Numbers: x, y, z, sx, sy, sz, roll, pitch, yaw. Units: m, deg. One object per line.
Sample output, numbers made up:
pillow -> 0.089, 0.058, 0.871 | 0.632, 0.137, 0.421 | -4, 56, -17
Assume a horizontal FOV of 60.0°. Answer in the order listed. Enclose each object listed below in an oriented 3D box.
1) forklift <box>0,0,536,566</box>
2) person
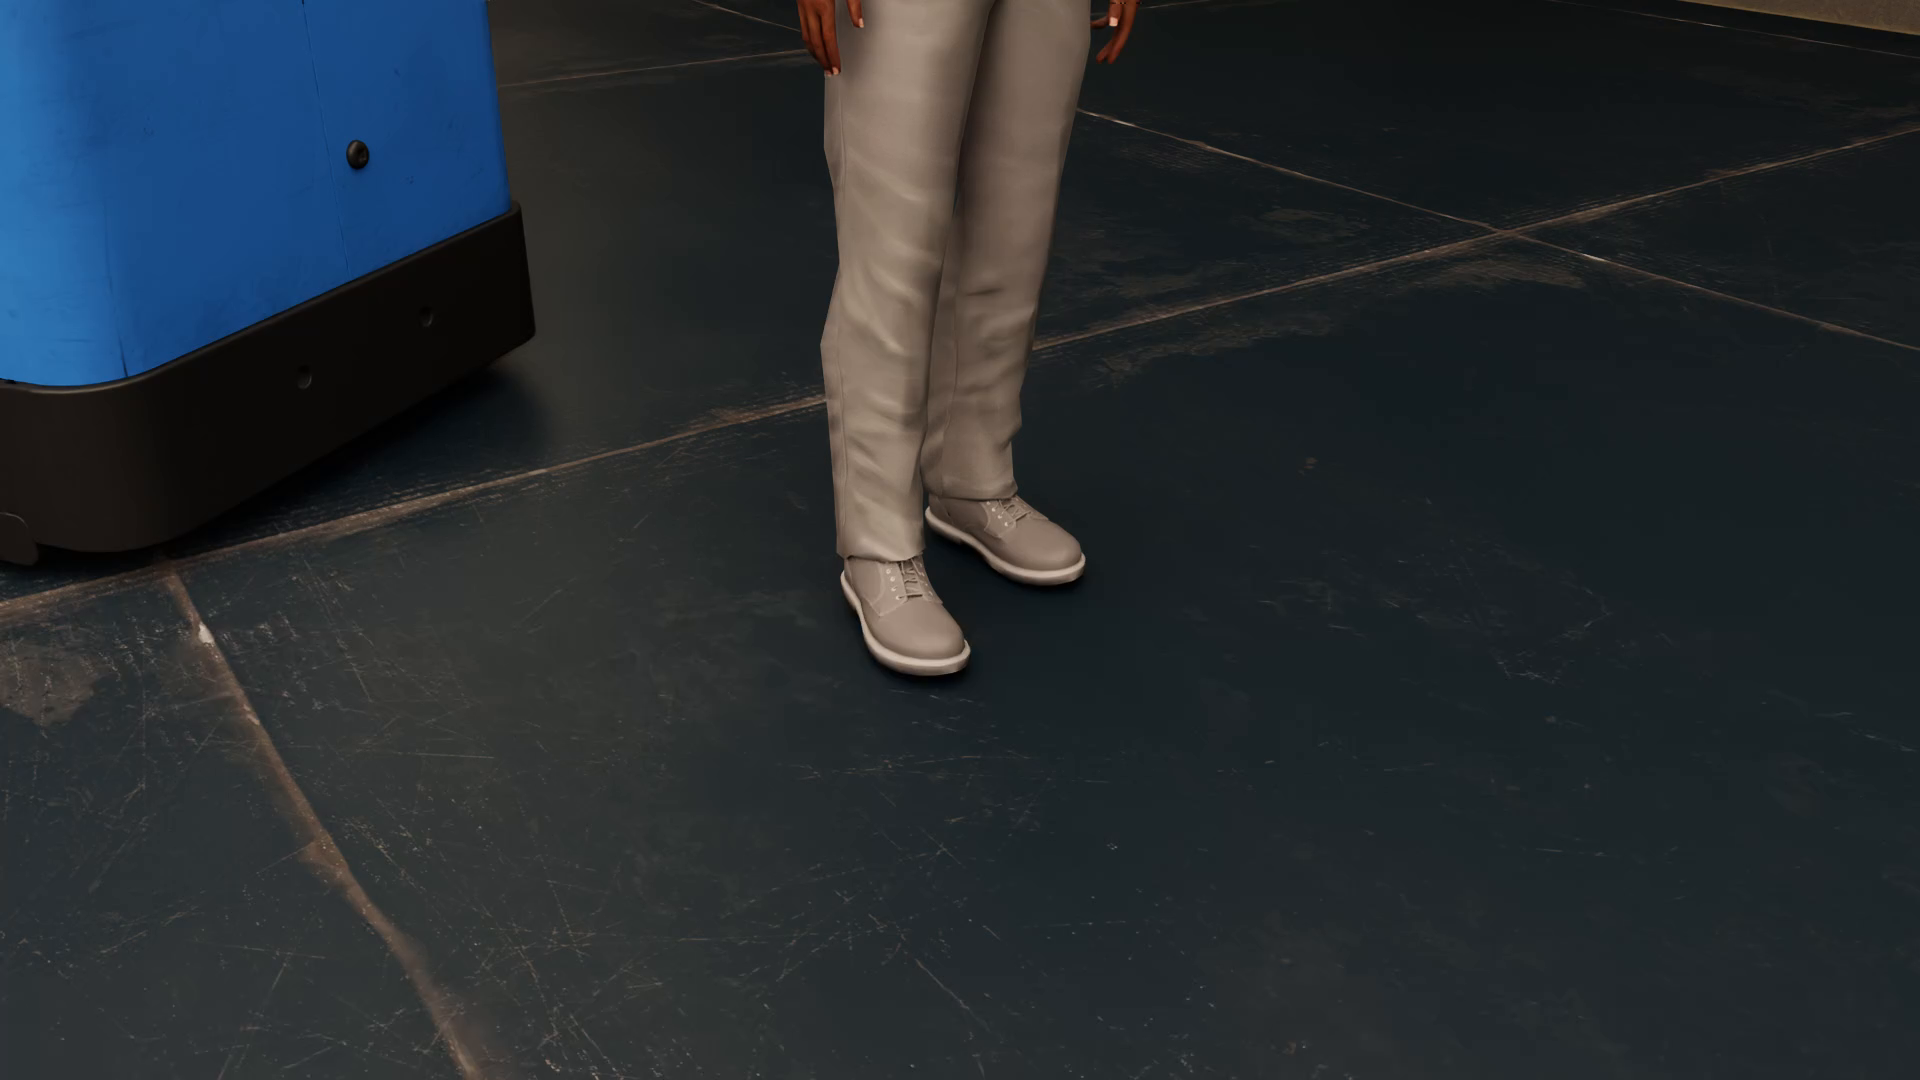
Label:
forklift -> -2.365, -1.670, 2.561 | 3.031, 2.935, 1.130 | 9, 28, 18
person -> 0.027, -0.732, 2.052 | 0.570, 1.697, 0.528 | -17, 31, -31
